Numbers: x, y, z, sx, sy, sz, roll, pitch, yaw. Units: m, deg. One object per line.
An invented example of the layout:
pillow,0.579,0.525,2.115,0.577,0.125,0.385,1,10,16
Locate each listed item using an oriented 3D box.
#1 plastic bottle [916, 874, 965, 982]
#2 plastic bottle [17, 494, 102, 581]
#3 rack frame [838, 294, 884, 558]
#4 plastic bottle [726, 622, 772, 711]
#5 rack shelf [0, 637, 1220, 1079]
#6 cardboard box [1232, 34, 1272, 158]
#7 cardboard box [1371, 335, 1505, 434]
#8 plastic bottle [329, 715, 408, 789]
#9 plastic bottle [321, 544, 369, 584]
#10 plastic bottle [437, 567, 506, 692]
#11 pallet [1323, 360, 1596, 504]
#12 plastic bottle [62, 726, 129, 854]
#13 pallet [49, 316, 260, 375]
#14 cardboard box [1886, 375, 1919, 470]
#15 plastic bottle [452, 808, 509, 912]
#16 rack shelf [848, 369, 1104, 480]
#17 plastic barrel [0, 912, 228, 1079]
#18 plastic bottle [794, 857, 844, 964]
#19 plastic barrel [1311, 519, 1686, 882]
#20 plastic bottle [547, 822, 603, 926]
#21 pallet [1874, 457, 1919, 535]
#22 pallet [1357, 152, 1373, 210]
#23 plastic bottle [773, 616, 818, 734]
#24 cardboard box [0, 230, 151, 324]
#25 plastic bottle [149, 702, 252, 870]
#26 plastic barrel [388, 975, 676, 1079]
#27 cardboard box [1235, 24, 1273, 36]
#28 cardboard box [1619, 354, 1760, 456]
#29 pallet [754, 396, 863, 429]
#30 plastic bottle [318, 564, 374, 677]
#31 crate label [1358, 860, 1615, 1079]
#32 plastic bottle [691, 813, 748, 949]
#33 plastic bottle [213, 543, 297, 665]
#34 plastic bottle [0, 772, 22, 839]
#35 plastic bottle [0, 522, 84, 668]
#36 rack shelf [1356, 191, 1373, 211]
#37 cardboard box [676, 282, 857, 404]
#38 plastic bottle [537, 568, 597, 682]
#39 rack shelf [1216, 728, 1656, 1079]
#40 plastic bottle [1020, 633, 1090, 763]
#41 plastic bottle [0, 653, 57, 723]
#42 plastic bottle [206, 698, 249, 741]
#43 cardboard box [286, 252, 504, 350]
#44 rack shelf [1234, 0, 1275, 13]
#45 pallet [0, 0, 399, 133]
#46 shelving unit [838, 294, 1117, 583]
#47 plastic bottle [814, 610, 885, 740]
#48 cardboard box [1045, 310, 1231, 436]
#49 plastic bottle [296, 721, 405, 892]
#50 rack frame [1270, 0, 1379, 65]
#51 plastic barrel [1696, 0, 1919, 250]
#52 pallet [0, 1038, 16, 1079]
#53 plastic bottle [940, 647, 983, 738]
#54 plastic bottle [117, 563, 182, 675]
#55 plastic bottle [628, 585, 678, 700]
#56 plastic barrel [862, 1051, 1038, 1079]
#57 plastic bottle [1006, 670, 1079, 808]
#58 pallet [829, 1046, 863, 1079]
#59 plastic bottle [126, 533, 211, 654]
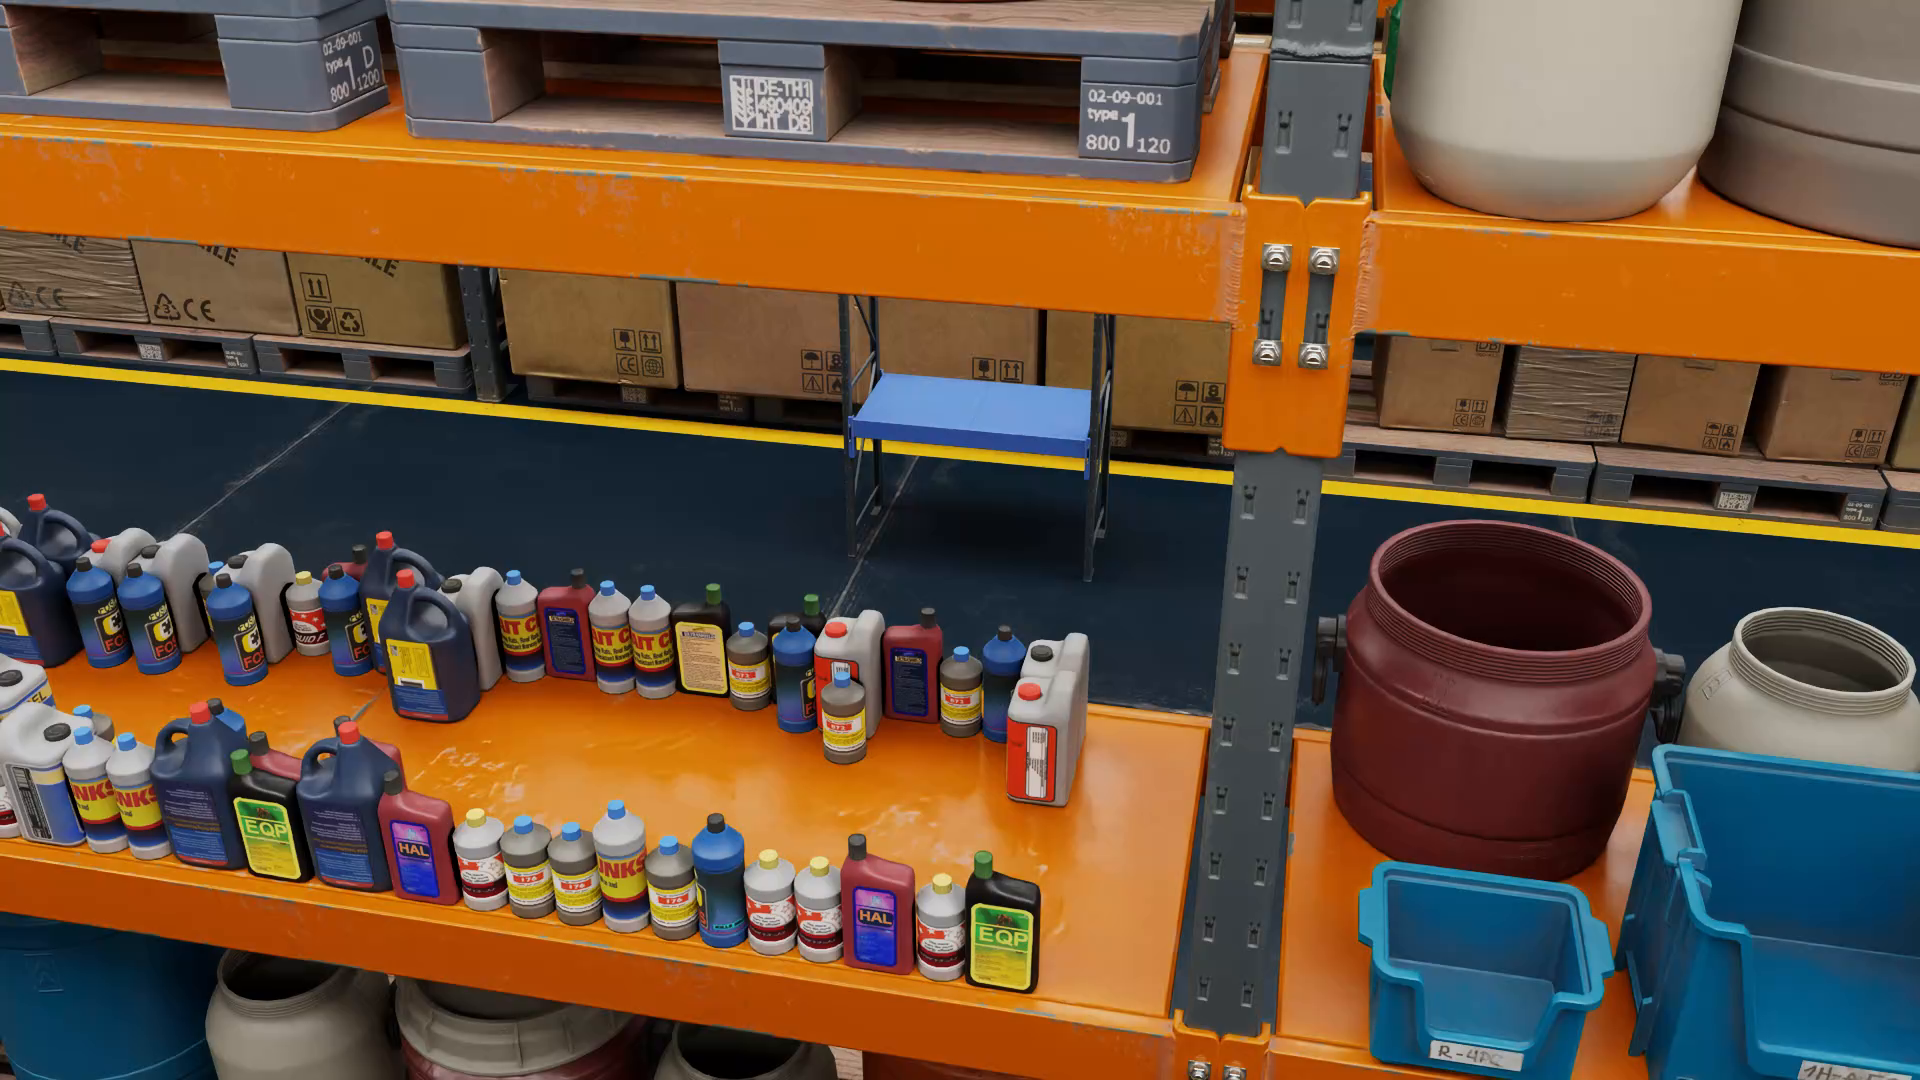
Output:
plastic bottle,-0.032,0.702,3.051,0.097,0.201,0.097,0,29,0
plastic bottle,-2.202,0.053,4.082,0.185,0.351,0.144,6,29,11
rack frame,-0.414,-0.700,6.967,0.032,1.500,0.500,6,29,11
plastic bottle,-0.485,0.283,3.817,0.097,0.201,0.097,0,29,0
rack shelf,-1.394,0.590,3.798,4.000,0.370,1.077,6,29,11
cardboard box,1.177,-2.071,7.806,0.500,0.500,0.500,7,29,12
cardboard box,2.255,-0.890,7.896,0.500,0.500,0.700,4,29,8
plastic bottle,-1.192,0.485,3.362,0.133,0.283,0.061,6,29,11
plastic bottle,-1.453,0.139,3.995,0.133,0.283,0.061,6,29,11
plastic bottle,-1.150,0.195,3.899,0.135,0.276,0.152,6,29,11
pallet,2.360,-0.549,8.032,1.213,0.211,1.003,6,29,11
plastic bottle,-1.737,0.496,3.354,0.097,0.271,0.097,0,29,0
pallet,-4.240,-1.263,9.338,1.213,0.211,1.003,6,29,11
cardboard box,4.449,-0.675,7.504,0.500,0.500,0.700,6,29,10
plastic bottle,-0.924,0.610,3.218,0.097,0.201,0.097,0,29,0
rack shelf,0.083,-0.492,6.961,1.000,0.185,0.538,6,29,11
plastic barrel,-2.129,0.944,4.150,0.708,0.901,0.600,6,29,11
plastic bottle,-0.258,0.679,3.093,0.097,0.201,0.097,0,29,0
plastic barrel,1.079,0.320,3.401,0.708,0.536,0.600,6,29,11
plastic bottle,-0.734,0.630,3.183,0.097,0.201,0.097,0,29,0
pallet,4.746,-0.304,7.586,1.213,0.211,1.003,6,29,11
pallet,2.315,-1.745,7.514,1.003,0.211,1.213,6,29,11
plastic bottle,-0.367,0.294,3.723,0.097,0.271,0.097,0,29,0
cardboard box,-4.695,-1.788,9.167,0.875,0.875,0.875,6,29,11
plastic bottle,-1.499,0.474,3.311,0.185,0.351,0.144,6,29,11
plastic barrel,-1.025,1.194,4.019,0.708,0.588,0.600,6,29,11
cardboard box,2.007,-3.532,11.963,0.500,0.250,0.500,5,29,9
cardboard box,3.356,-0.786,7.708,0.500,0.500,0.700,8,30,15
pallet,-0.349,-0.866,8.611,1.213,0.211,1.003,6,29,11
plastic bottle,-1.452,0.183,3.926,0.097,0.271,0.097,0,29,0
crate label,0.895,0.767,2.900,0.416,0.233,0.303,6,29,11
plastic bottle,-0.448,0.629,3.112,0.097,0.271,0.097,0,29,0
plastic bottle,-1.688,0.140,4.000,0.135,0.276,0.152,6,29,11
plastic bottle,-1.964,0.504,3.413,0.097,0.201,0.097,0,29,0
plastic bottle,-2.232,0.120,3.958,0.185,0.351,0.144,6,29,11
rack shelf,3.552,-1.335,7.314,4.000,0.370,1.077,6,29,11
cardboard box,-0.812,-1.360,8.386,0.875,0.875,1.225,5,29,9
plastic bottle,-0.915,0.194,3.894,0.133,0.283,0.061,6,29,11
rack shelf,2.518,0.991,3.065,4.000,0.370,1.077,6,29,11
plastic bottle,0.206,0.334,3.645,0.135,0.276,0.152,6,29,11
plastic bottle,-2.040,0.375,3.570,0.135,0.276,0.152,6,29,11
plastic bottle,-1.517,0.448,3.442,0.097,0.271,0.097,0,29,0
cardboard box,-2.945,-1.608,8.839,0.875,0.875,0.875,6,29,11
rack shelf,0.775,-4.055,12.283,4.000,0.370,1.077,6,29,11
pallet,-1.453,-1.014,3.051,1.213,0.211,1.003,6,29,11
shelving unit,0.083,-0.649,6.874,1.048,1.500,0.538,6,29,11
plastic bottle,-0.247,0.288,3.730,0.135,0.276,0.152,6,29,11
cardboard box,0.925,-1.182,8.061,0.875,0.875,1.225,5,29,8
plastic bottle,-1.188,0.506,3.253,0.185,0.351,0.144,6,29,11
rack frame,0.562,-2.156,1.818,0.127,3.000,1.000,6,29,11
plastic barrel,1.319,-0.876,2.081,0.600,0.901,0.600,0,29,0
pallet,-2.604,1.394,4.484,1.213,0.211,1.003,6,29,11
plastic bottle,0.003,0.333,3.725,0.097,0.201,0.097,0,29,0
plastic bottle,-1.923,0.179,3.933,0.097,0.271,0.097,0,29,0
plastic bottle,-0.710,0.229,3.842,0.097,0.271,0.097,0,29,0
plastic barrel,0.080,1.202,3.754,0.708,0.830,0.600,6,29,11
plastic bottle,0.174,0.406,3.514,0.135,0.276,0.152,6,29,11
pallet,-0.218,1.639,4.037,1.213,0.211,1.003,6,29,11
plastic bottle,-1.915,0.117,4.042,0.135,0.276,0.152,6,29,11
